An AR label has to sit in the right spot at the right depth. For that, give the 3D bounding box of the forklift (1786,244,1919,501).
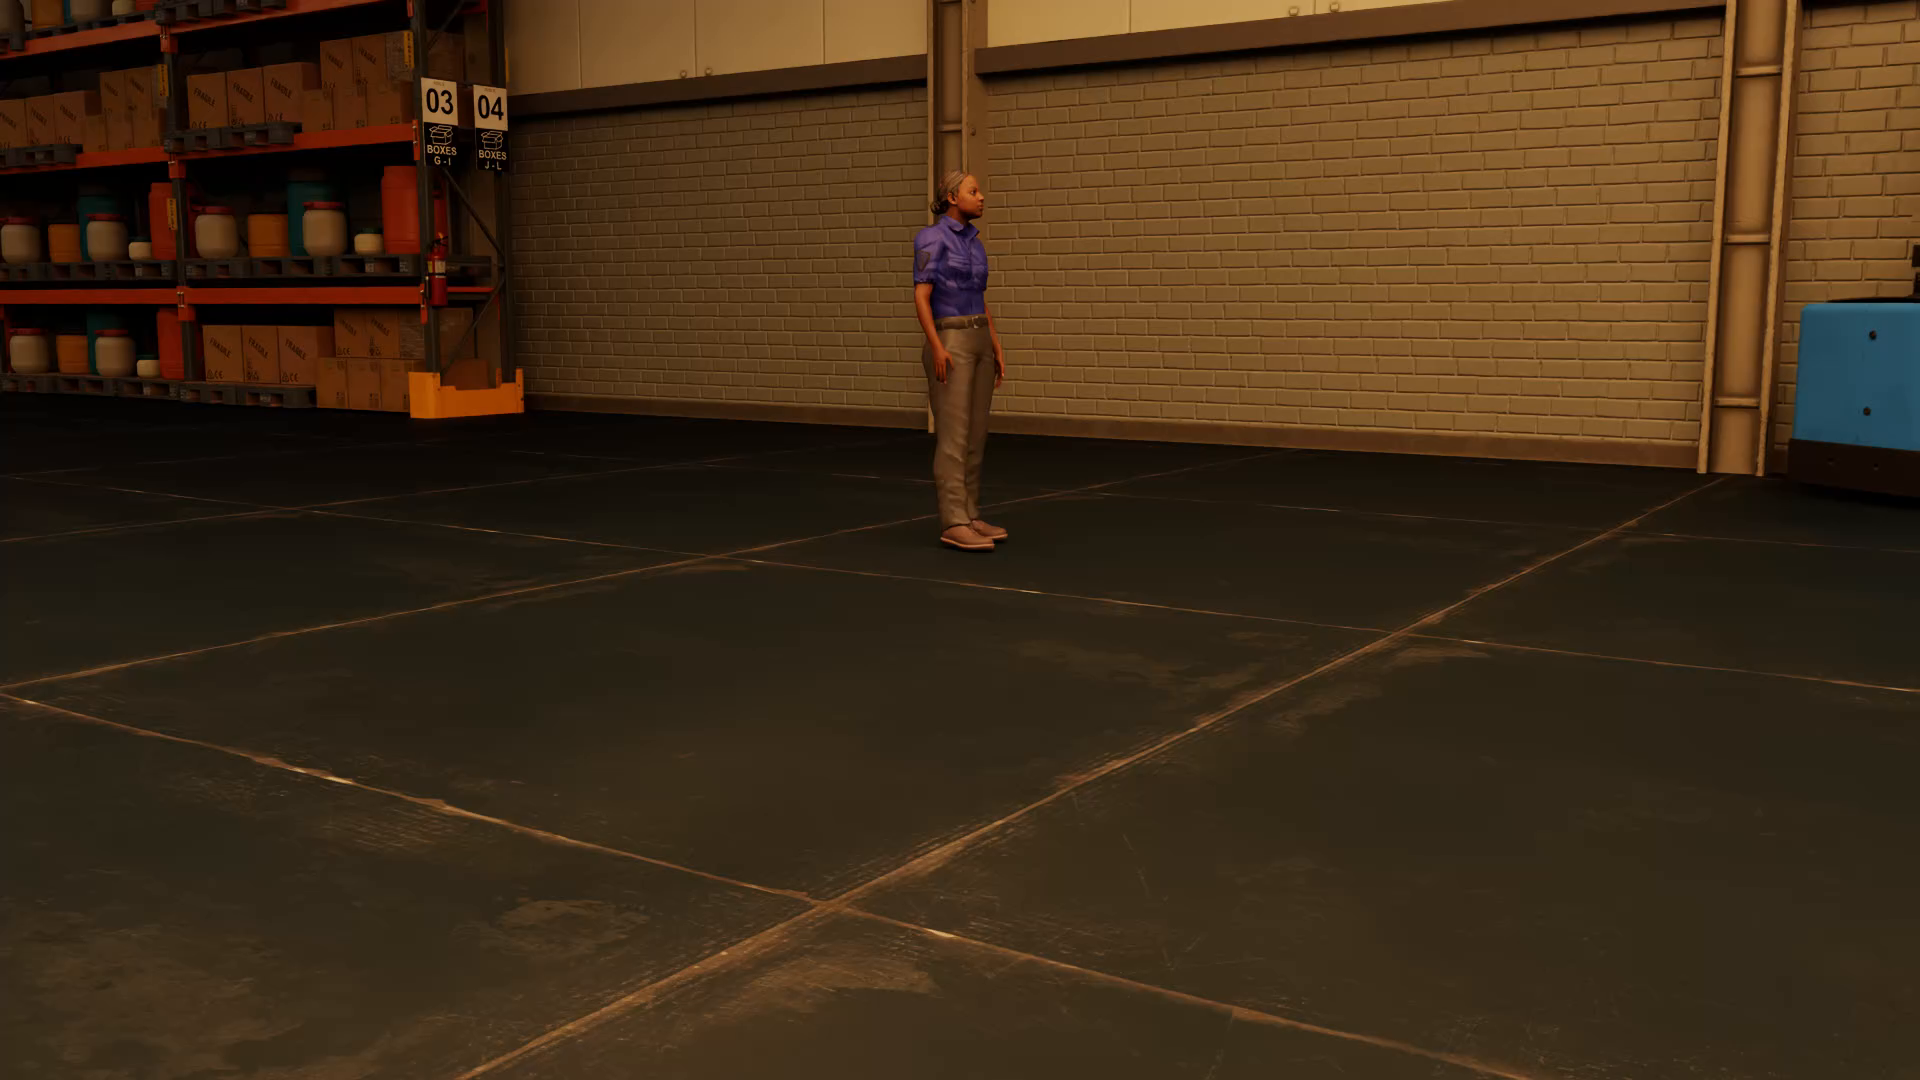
[{"bbox_3d":[6.275,-1.716,9.263,3.031,2.935,1.130,-3,8,-17],"label":"forklift"}]

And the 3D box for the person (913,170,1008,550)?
[{"bbox_3d":[0.061,-0.817,7.421,0.504,1.654,0.569,5,10,34],"label":"person"}]
